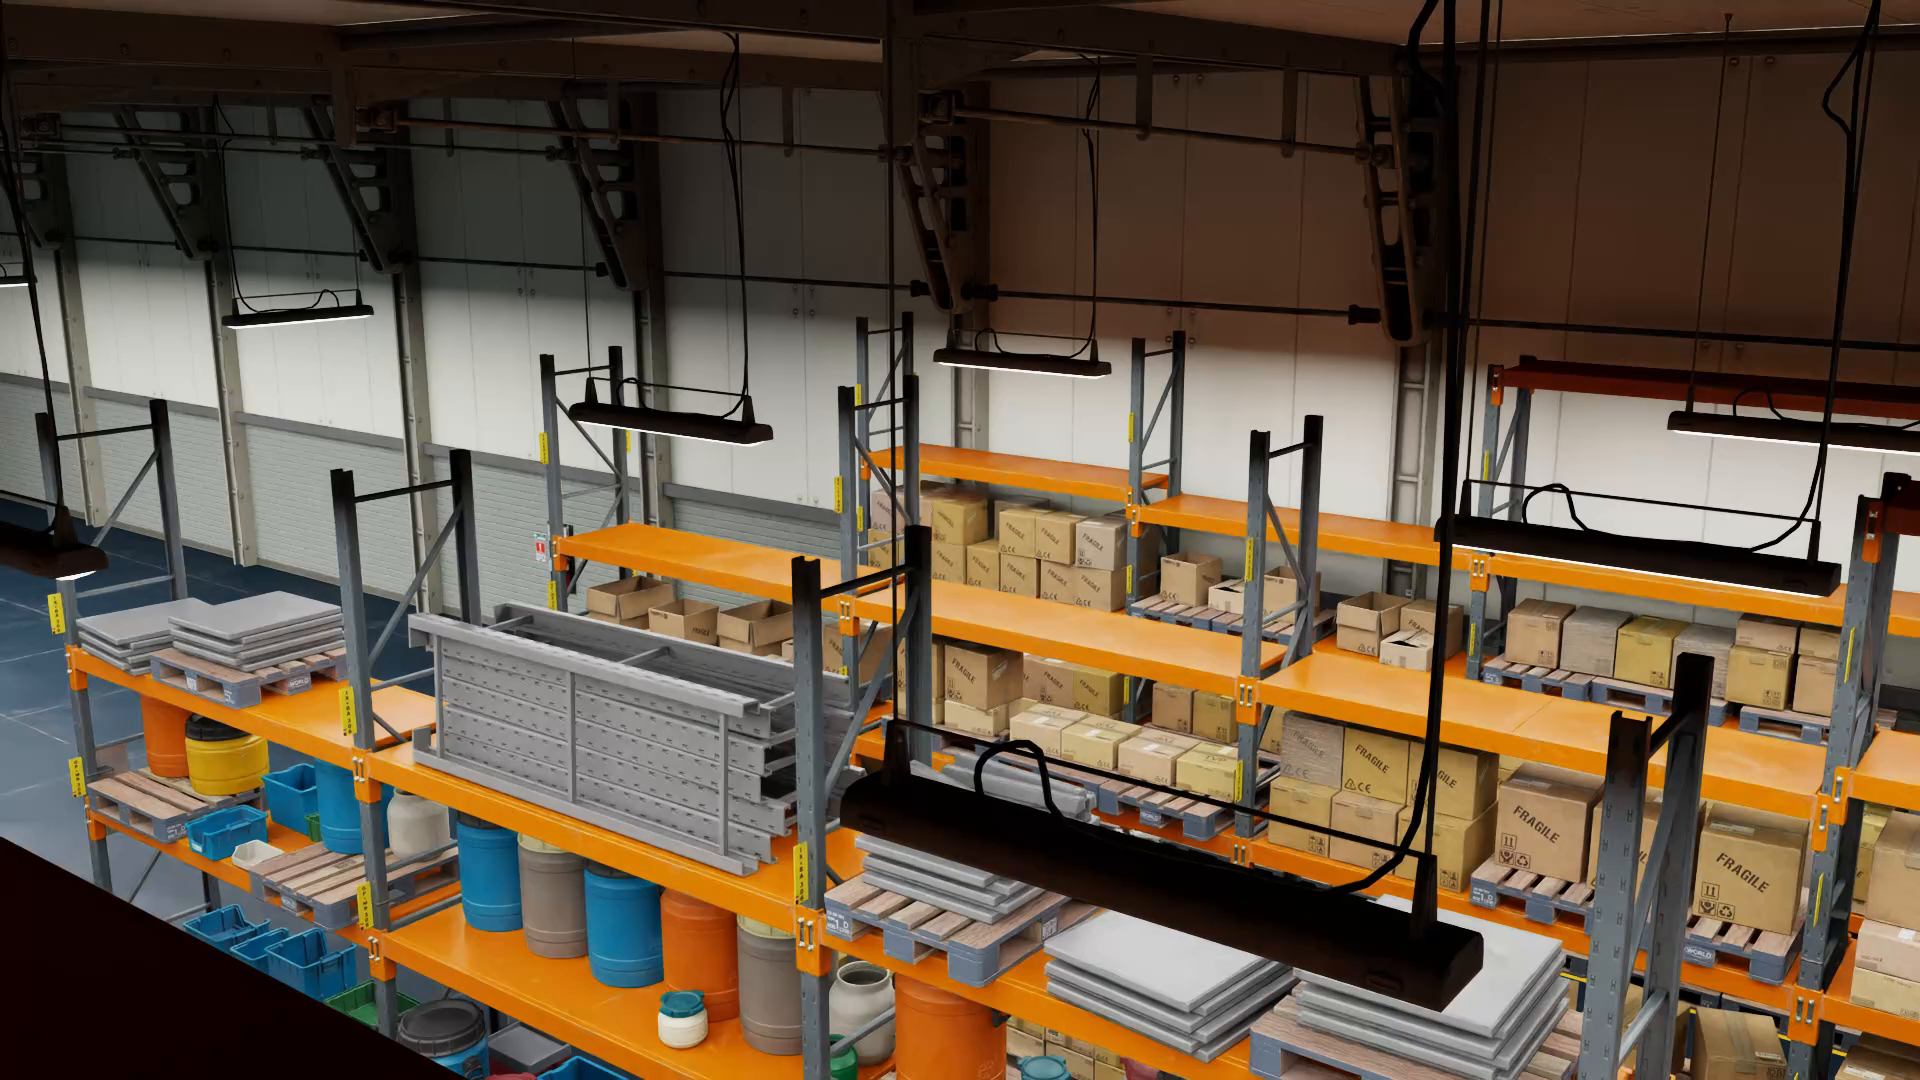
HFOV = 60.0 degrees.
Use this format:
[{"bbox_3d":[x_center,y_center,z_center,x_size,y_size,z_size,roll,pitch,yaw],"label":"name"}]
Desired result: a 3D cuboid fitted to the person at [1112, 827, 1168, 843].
[{"bbox_3d":[1.974,3.126,17.894,1.087,1.735,0.569,5,14,21],"label":"person"}]
